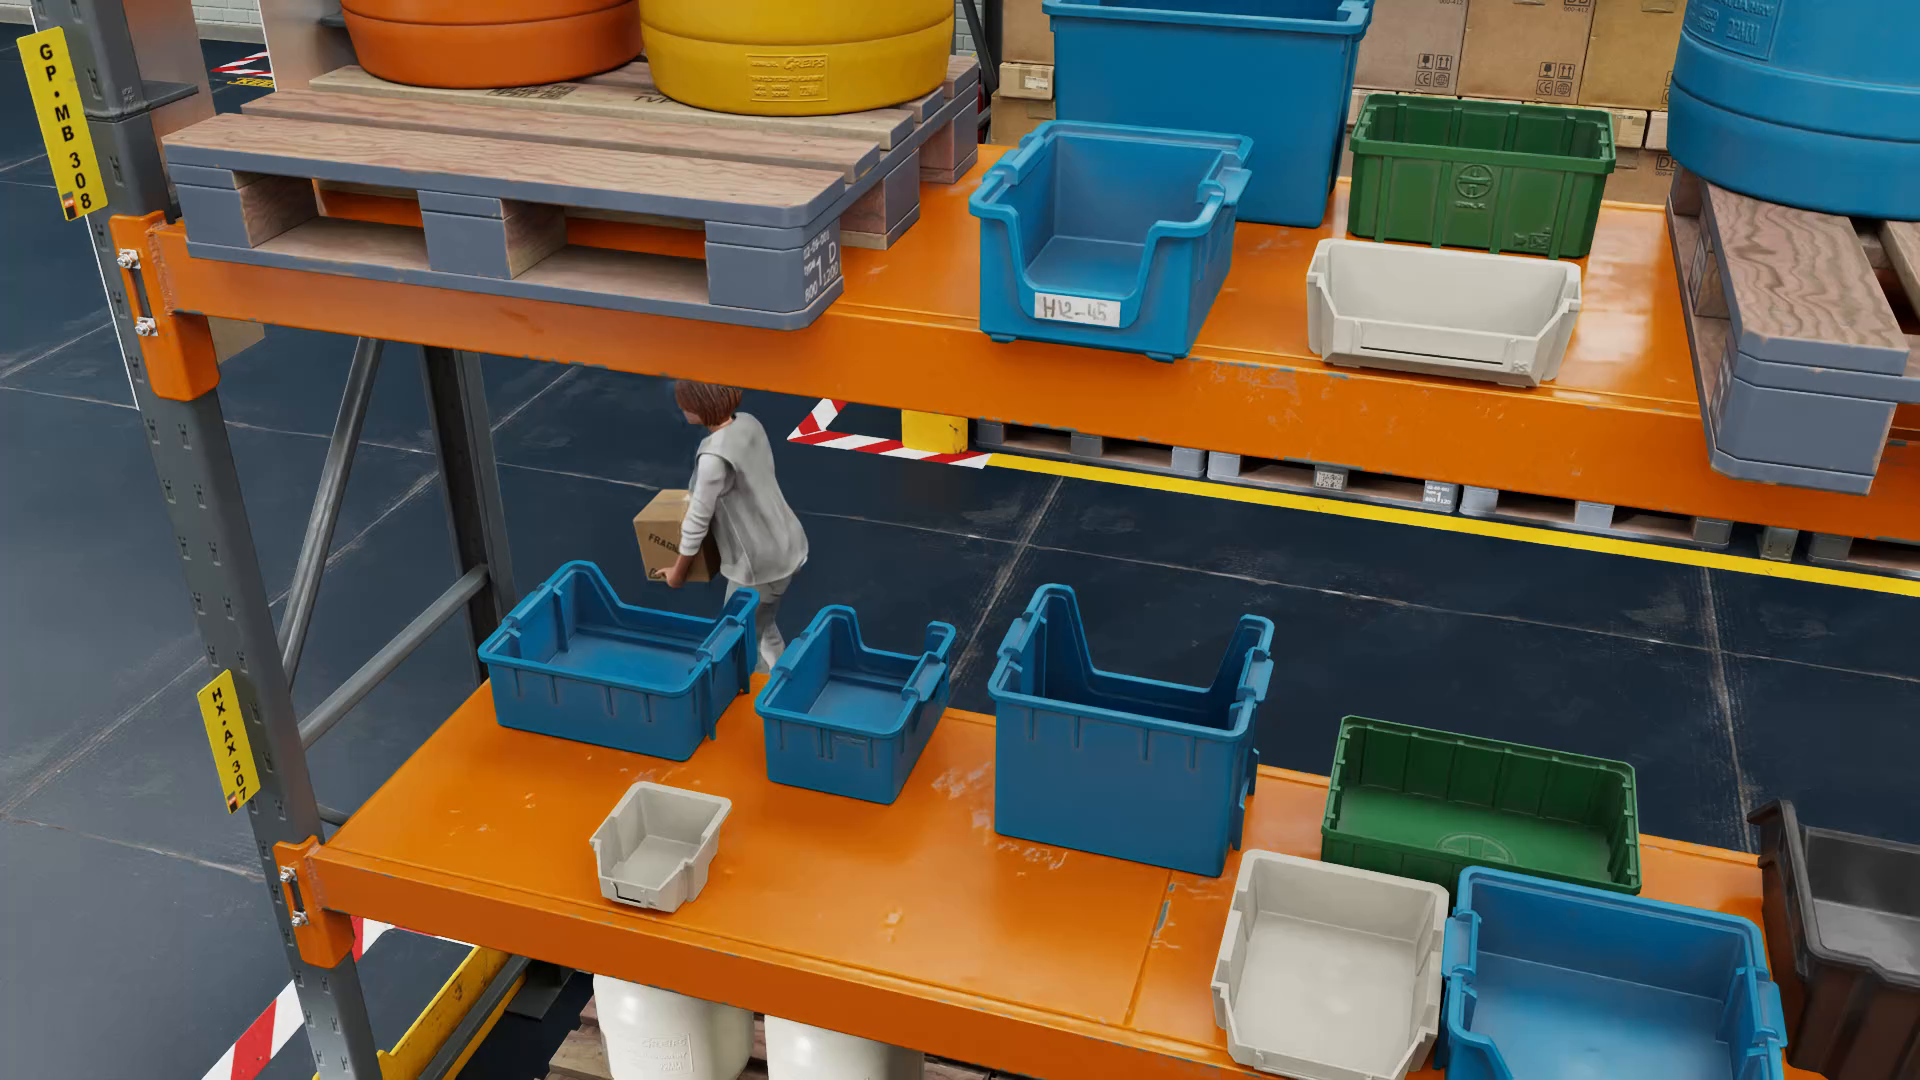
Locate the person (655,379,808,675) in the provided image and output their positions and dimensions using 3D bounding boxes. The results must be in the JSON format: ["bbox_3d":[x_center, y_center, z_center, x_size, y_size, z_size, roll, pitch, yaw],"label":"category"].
[{"bbox_3d":[-0.811,0.088,6.010,0.521,1.577,0.372,8,31,14],"label":"person"}]
